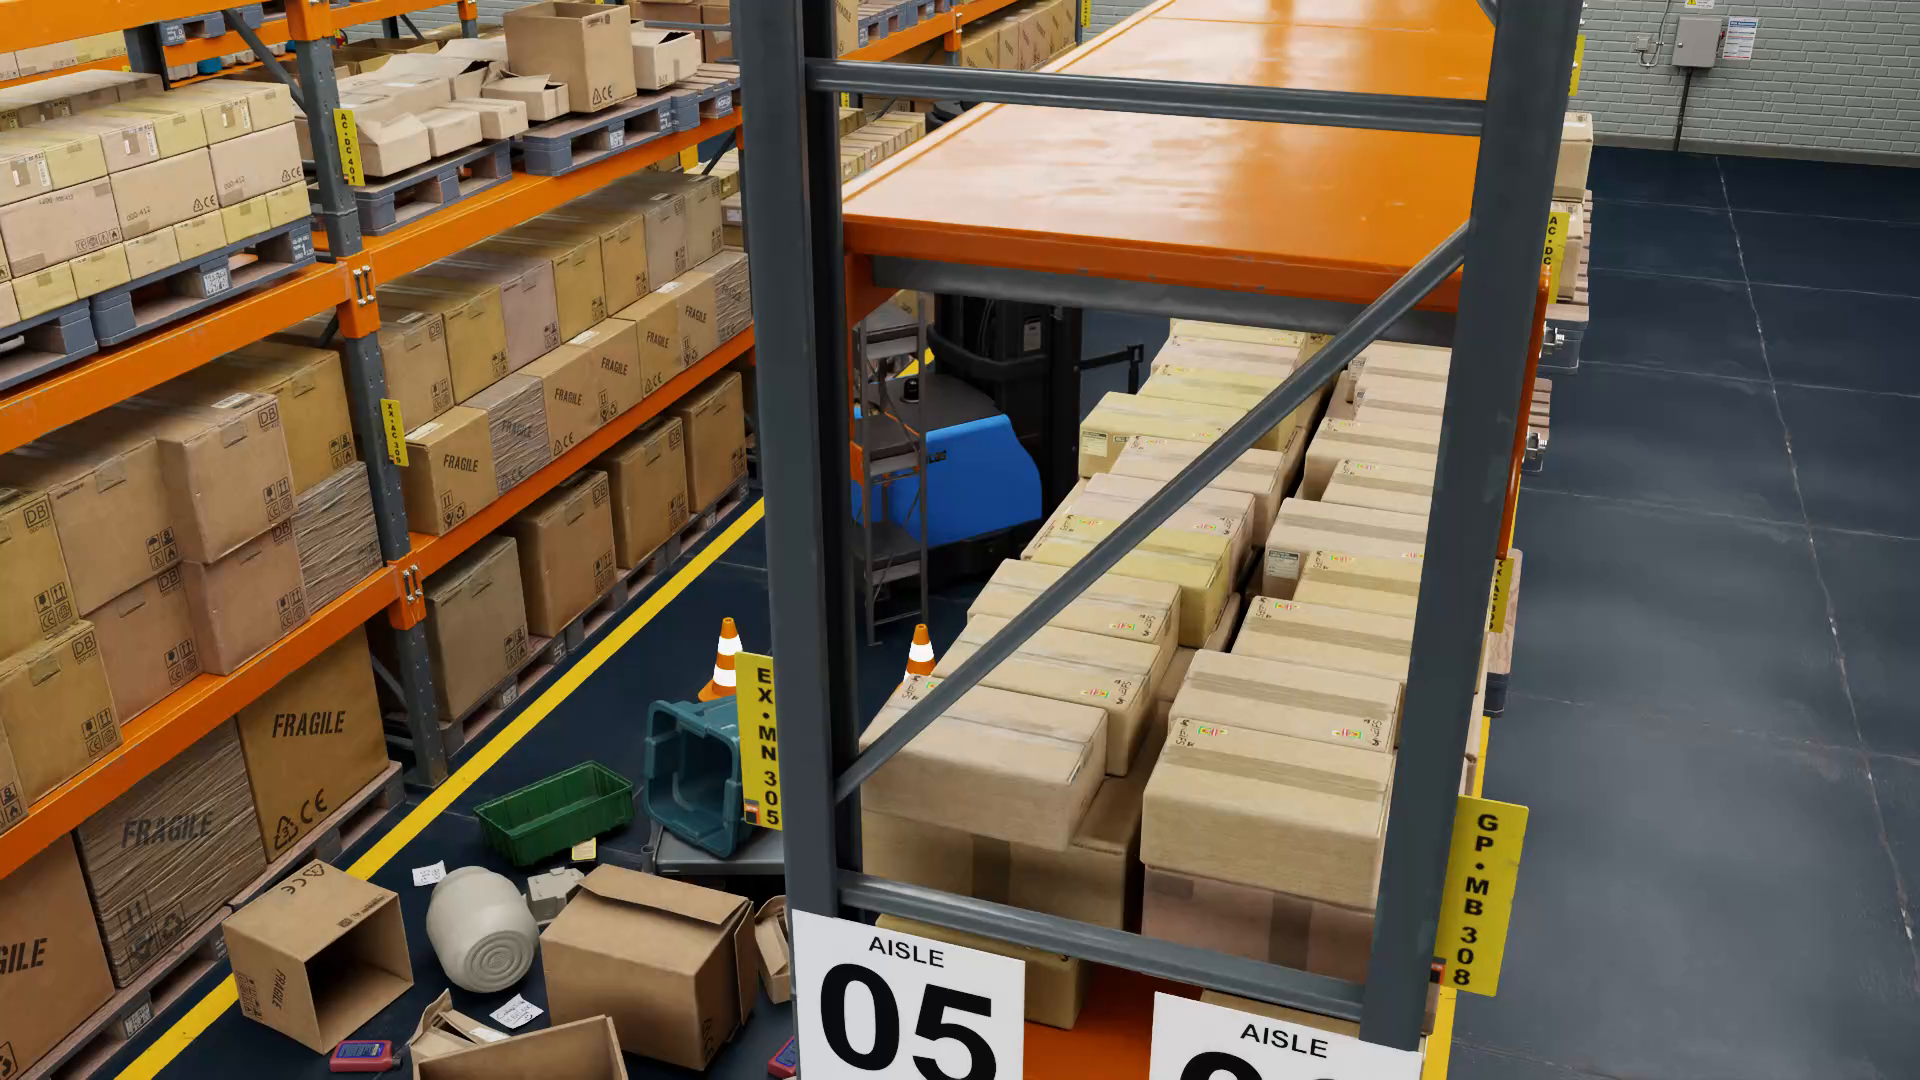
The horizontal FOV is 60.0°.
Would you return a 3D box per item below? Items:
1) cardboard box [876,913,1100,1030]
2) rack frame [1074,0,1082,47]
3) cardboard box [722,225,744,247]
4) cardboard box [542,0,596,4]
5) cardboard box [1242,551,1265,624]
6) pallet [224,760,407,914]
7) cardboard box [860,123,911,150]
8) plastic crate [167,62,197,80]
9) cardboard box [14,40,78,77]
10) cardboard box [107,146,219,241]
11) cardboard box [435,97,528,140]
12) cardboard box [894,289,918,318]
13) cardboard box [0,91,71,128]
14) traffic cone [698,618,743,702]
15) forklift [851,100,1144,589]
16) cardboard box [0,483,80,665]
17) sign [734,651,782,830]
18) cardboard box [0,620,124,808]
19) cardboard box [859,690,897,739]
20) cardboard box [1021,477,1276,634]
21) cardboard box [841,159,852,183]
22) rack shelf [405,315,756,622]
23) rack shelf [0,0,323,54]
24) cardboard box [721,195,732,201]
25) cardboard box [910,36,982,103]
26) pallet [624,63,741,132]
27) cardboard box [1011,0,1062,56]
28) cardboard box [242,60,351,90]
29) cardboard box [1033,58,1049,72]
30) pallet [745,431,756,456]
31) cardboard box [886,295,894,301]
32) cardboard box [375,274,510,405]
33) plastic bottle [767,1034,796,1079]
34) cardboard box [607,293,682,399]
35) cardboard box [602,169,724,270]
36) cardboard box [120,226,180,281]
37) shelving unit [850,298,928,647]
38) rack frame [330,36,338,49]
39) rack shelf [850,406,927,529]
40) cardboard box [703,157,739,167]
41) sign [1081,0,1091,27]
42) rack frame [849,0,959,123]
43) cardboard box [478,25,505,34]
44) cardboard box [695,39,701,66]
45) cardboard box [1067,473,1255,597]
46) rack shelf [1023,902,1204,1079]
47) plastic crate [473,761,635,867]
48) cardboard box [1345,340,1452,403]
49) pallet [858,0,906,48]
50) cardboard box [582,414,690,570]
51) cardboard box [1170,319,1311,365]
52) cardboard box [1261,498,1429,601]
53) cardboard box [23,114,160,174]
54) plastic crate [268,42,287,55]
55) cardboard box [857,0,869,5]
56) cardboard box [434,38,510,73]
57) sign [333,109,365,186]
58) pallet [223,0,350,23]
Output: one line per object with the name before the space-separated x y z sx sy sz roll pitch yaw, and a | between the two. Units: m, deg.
cardboard box | 0.064 0.741 3.123 0.380 0.149 0.250 9 27 18
rack frame | 0.832 -5.086 18.312 1.000 3.000 0.127 9 27 17
cardboard box | -1.480 -2.178 11.771 0.380 0.149 0.250 10 28 20
cardboard box | -4.393 -5.887 18.937 0.500 0.500 0.500 8 27 16
cardboard box | 0.953 0.160 3.867 0.500 0.250 0.500 10 27 19
pallet | -3.488 1.402 8.113 1.003 0.211 1.213 9 27 17
cardboard box | -0.625 -3.376 13.905 0.380 0.149 0.250 8 27 16
plastic crate | -9.132 -5.496 19.226 0.437 0.282 0.530 9 27 17
cardboard box | -6.554 -3.405 11.570 0.500 0.250 0.500 9 27 17
cardboard box | -3.252 -1.358 6.404 0.500 0.250 0.500 9 27 17
cardboard box | -2.450 -2.164 8.526 0.380 0.149 0.250 9 27 17
cardboard box | -0.679 -1.955 14.231 0.500 0.500 0.500 8 27 16
cardboard box | -3.772 -1.675 6.602 0.380 0.149 0.250 8 27 17
traffic cone | -1.291 0.655 9.366 0.336 0.463 0.334 9 27 17
forklift | 0.647 -1.477 10.938 3.031 2.935 1.130 -15 30 -28
cardboard box | -3.869 0.102 6.185 0.875 0.550 0.500 9 27 17
sign | -0.308 0.328 2.672 0.100 0.325 0.005 9 27 17
cardboard box | -3.807 0.598 6.401 0.875 0.550 0.500 9 27 17
cardboard box | -0.149 1.060 7.618 0.500 0.500 0.500 9 27 17
cardboard box | 0.462 0.079 4.033 0.500 0.250 0.500 10 27 19
cardboard box | -1.058 -2.844 12.806 0.380 0.149 0.250 10 27 19
rack shelf | -2.496 -0.653 9.981 1.077 0.370 4.000 9 27 17
rack shelf | -3.827 -1.529 5.366 1.077 0.370 4.000 9 27 17
cardboard box | -1.923 -2.496 12.427 0.380 0.149 0.250 9 27 19
cardboard box | -0.120 -4.221 14.923 0.500 0.500 0.500 9 27 19
pallet | -1.995 -2.791 10.347 1.213 0.211 1.003 10 28 20
cardboard box | 0.745 -5.282 17.115 0.500 0.500 0.500 8 27 16
cardboard box | -5.779 -3.898 14.592 0.797 0.503 0.637 10 27 19
cardboard box | 0.589 -4.622 16.898 0.500 0.500 0.500 9 27 18
pallet | -1.569 -0.864 12.793 1.003 0.211 1.213 9 27 17
cardboard box | -0.855 -2.072 13.614 0.500 0.250 0.500 8 27 15
cardboard box | -2.833 -1.066 8.748 0.700 0.500 0.500 8 27 17
plastic bottle | -0.658 2.103 6.837 0.133 0.061 0.283 14 29 26
cardboard box | -2.061 -1.209 10.190 0.500 0.500 0.500 8 27 17
cardboard box | -1.989 -2.110 10.904 0.700 0.500 0.500 9 27 17
cardboard box | -3.235 -1.114 6.359 0.380 0.149 0.250 9 27 18
shelving unit | -0.495 -0.443 9.754 0.431 2.100 0.503 -14 29 -27
rack frame | -8.483 -6.565 21.367 1.000 3.000 0.127 9 27 17
rack shelf | -0.495 -0.430 9.760 0.431 0.518 0.480 -14 29 -27
cardboard box | -1.756 -2.829 12.774 0.380 0.149 0.250 9 27 17
sign | 1.348 -5.661 17.808 0.100 0.325 0.005 9 27 17
rack frame | -0.499 -3.442 14.917 1.000 3.000 0.127 9 27 17
cardboard box | -4.571 -4.968 17.039 0.500 0.500 0.500 9 27 17
cardboard box | -1.822 -2.999 10.232 0.380 0.166 0.250 9 27 17
cardboard box | 0.454 -0.016 3.773 0.380 0.149 0.250 9 27 17
rack shelf | 0.874 0.317 4.536 1.077 0.370 4.000 9 27 17
plastic crate | -1.984 1.347 8.187 0.662 0.188 0.450 -20 23 -36
cardboard box | 1.308 -0.482 4.734 0.380 0.149 0.250 8 27 16
pallet | -1.148 -4.043 12.931 1.213 0.211 1.003 9 27 17
cardboard box | -2.406 -0.378 10.688 1.050 0.750 0.750 9 27 18
cardboard box | 0.824 -0.560 4.897 0.380 0.149 0.250 8 27 16
cardboard box | 0.876 0.046 3.645 0.380 0.149 0.250 9 27 17
cardboard box | -3.235 -1.478 6.196 0.380 0.149 0.250 9 27 18
plastic crate | -8.583 -6.112 20.665 0.396 0.136 0.243 9 27 17
cardboard box | -1.137 -4.412 12.878 0.797 0.503 0.637 8 27 17
cardboard box | -2.616 -2.660 9.365 0.500 0.311 0.500 8 27 17
sign | -2.638 -1.693 7.179 0.100 0.325 0.005 9 27 17
pallet | -5.941 -4.557 13.993 1.003 0.211 1.213 10 28 20
